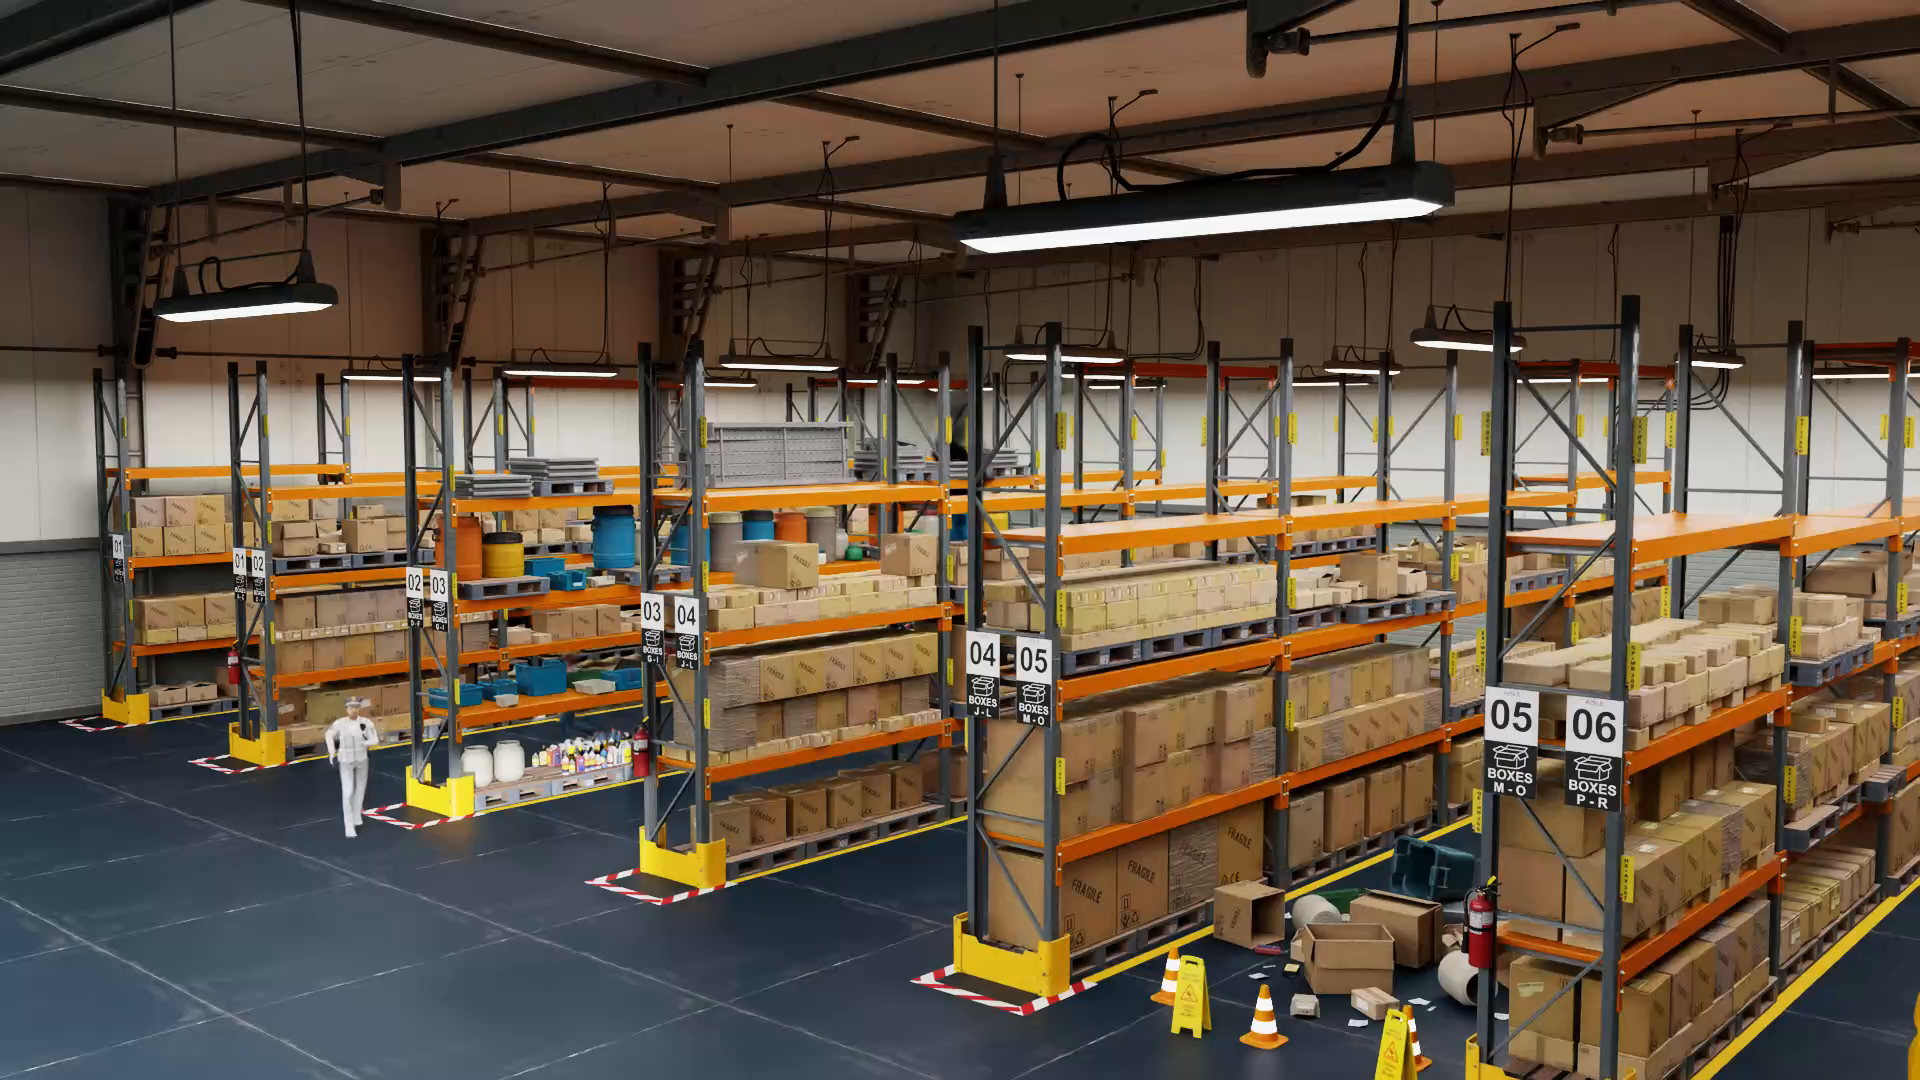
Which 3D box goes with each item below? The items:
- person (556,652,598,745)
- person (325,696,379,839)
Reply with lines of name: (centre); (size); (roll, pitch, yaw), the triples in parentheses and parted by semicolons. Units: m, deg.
person: (-5.912, 2.516, 25.434); (0.571, 1.628, 0.839); (4, 6, 44)
person: (-7.549, 2.797, 20.699); (0.583, 1.752, 0.759); (-2, 5, -29)
